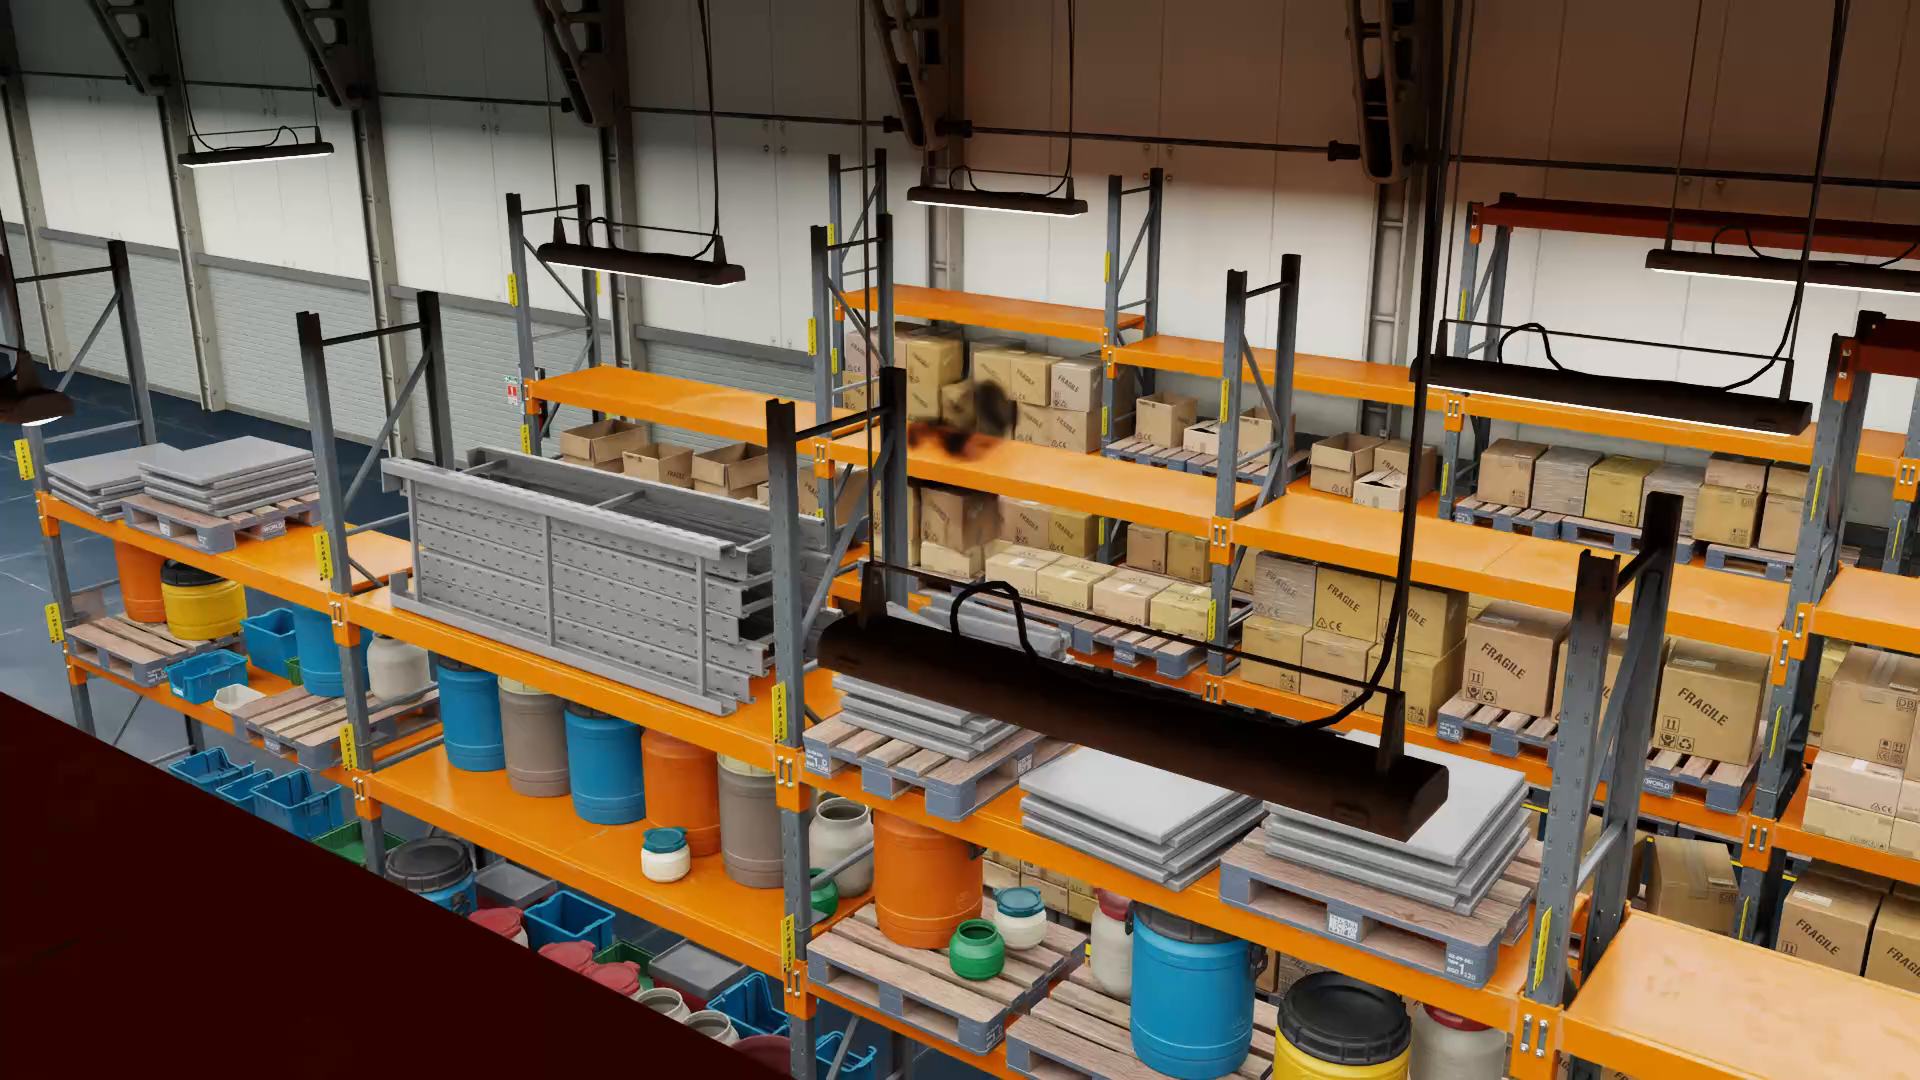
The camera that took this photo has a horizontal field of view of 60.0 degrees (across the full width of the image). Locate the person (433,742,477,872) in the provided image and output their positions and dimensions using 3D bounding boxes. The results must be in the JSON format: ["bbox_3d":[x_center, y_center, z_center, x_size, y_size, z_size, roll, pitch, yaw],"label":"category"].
[{"bbox_3d":[-4.499,2.491,14.765,0.871,1.610,0.539,11,21,29],"label":"person"}]
